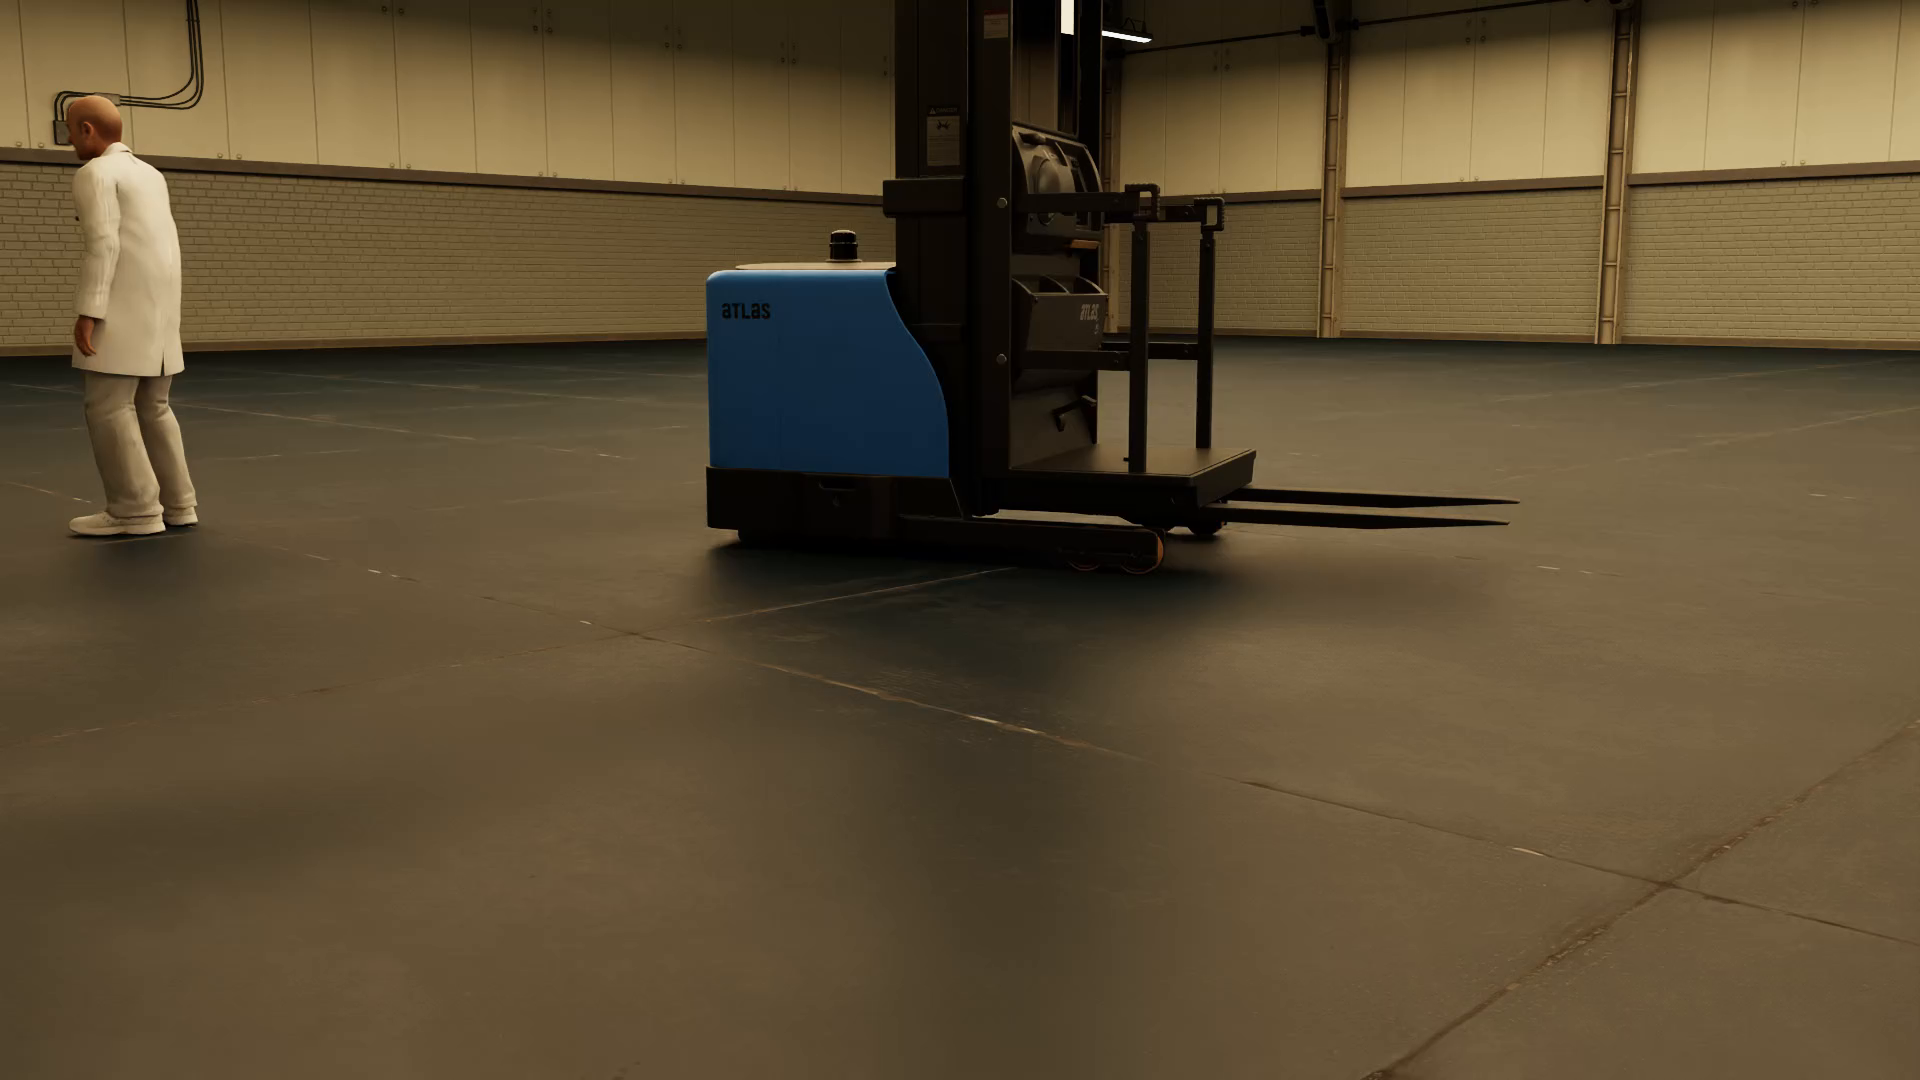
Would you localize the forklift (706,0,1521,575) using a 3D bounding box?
[{"bbox_3d":[0.565,-1.416,6.275,3.031,2.935,1.130,3,9,22],"label":"forklift"}]

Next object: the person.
[{"bbox_3d":[-3.445,-0.916,6.847,0.436,1.773,0.649,0,9,3],"label":"person"}]
